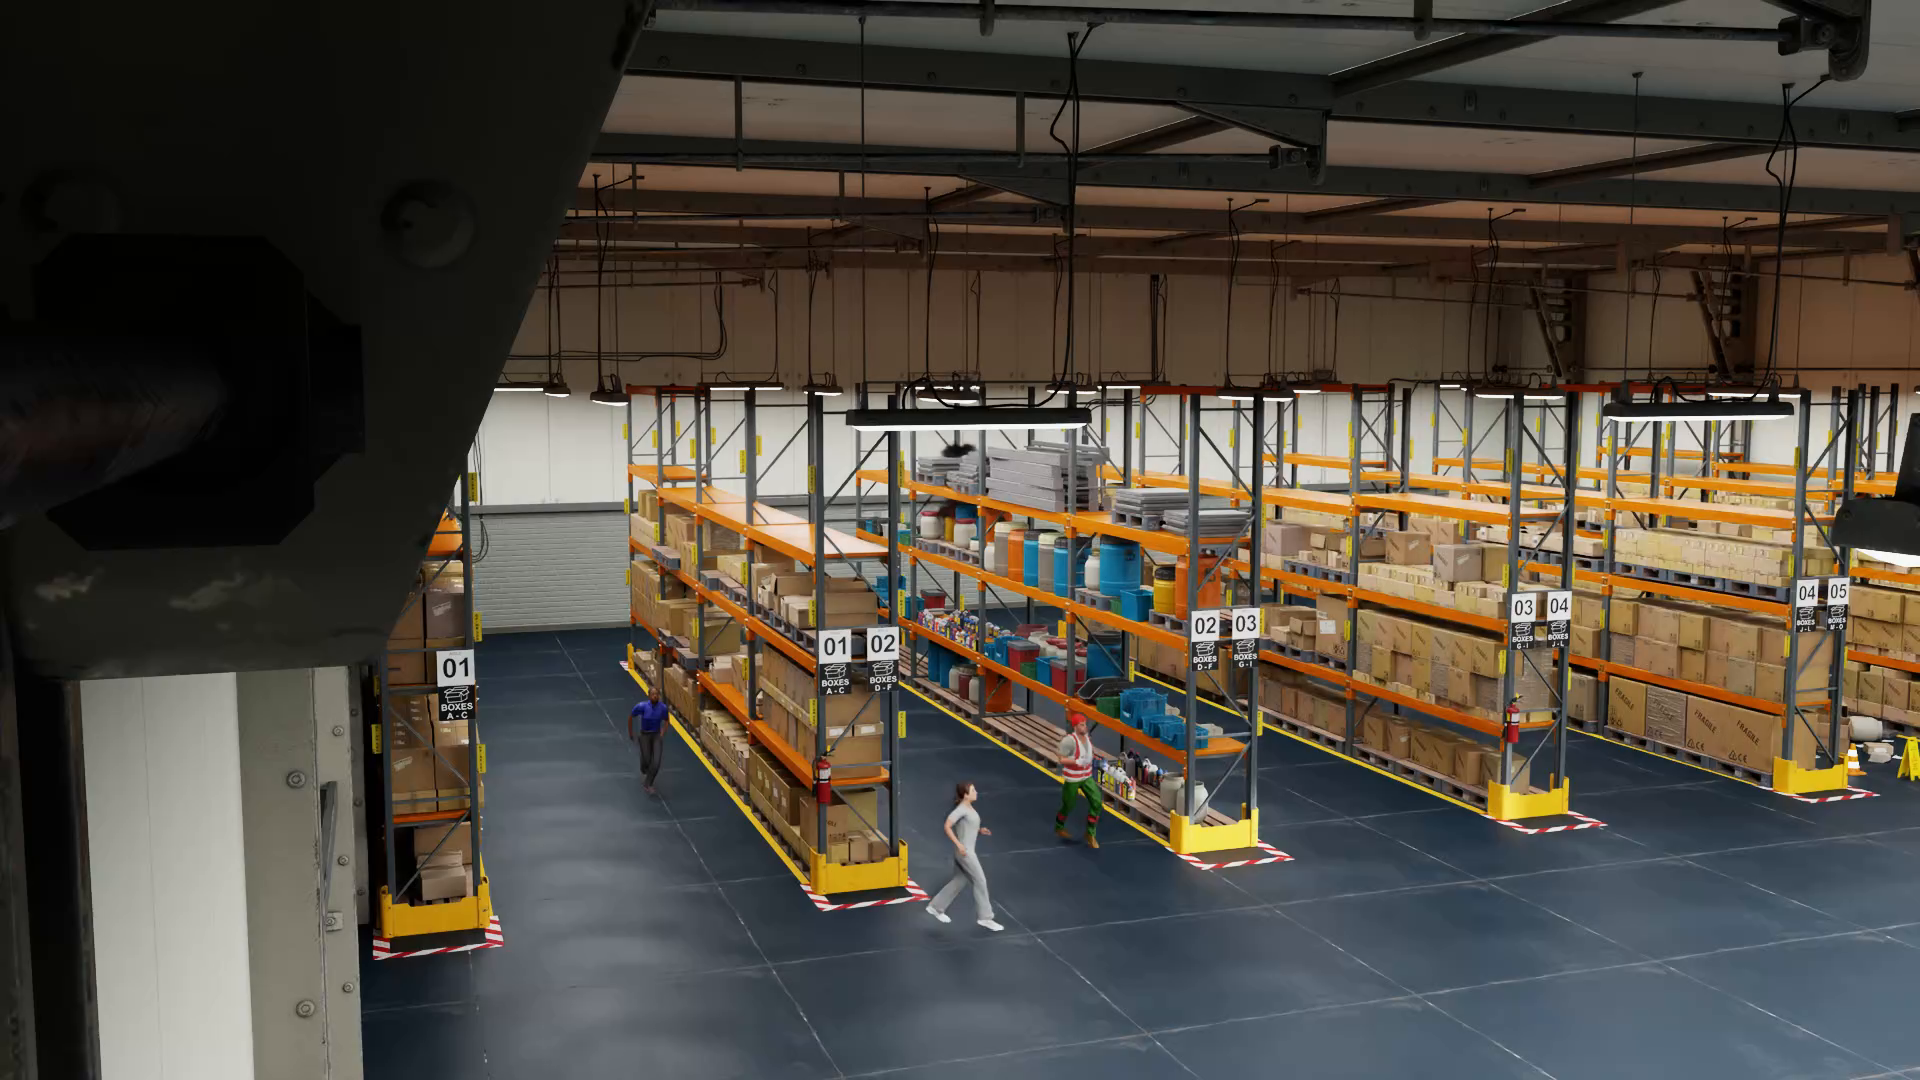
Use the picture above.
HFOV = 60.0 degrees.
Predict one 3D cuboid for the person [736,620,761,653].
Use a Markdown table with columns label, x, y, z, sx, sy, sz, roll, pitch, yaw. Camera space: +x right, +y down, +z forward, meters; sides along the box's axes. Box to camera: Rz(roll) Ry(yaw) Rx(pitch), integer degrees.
| label | x | y | z | sx | sy | sz | roll | pitch | yaw |
| --- | --- | --- | --- | --- | --- | --- | --- | --- | --- |
| person | -4.560 | 1.841 | 35.363 | 0.705 | 1.735 | 0.856 | -5 | 8 | -40 |

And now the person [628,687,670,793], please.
| label | x | y | z | sx | sy | sz | roll | pitch | yaw |
| --- | --- | --- | --- | --- | --- | --- | --- | --- | --- |
| person | -4.649 | 2.990 | 24.940 | 0.611 | 1.600 | 0.664 | -3 | 7 | -25 |

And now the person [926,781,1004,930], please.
| label | x | y | z | sx | sy | sz | roll | pitch | yaw |
| --- | --- | --- | --- | --- | --- | --- | --- | --- | --- |
| person | 0.054 | 3.547 | 18.801 | 0.888 | 1.679 | 0.583 | 0 | 6 | 2 |

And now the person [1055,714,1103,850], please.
| label | x | y | z | sx | sy | sz | roll | pitch | yaw |
| --- | --- | --- | --- | --- | --- | --- | --- | --- | --- |
| person | 1.514 | 3.184 | 22.022 | 0.631 | 1.823 | 0.825 | -4 | 7 | -33 |
